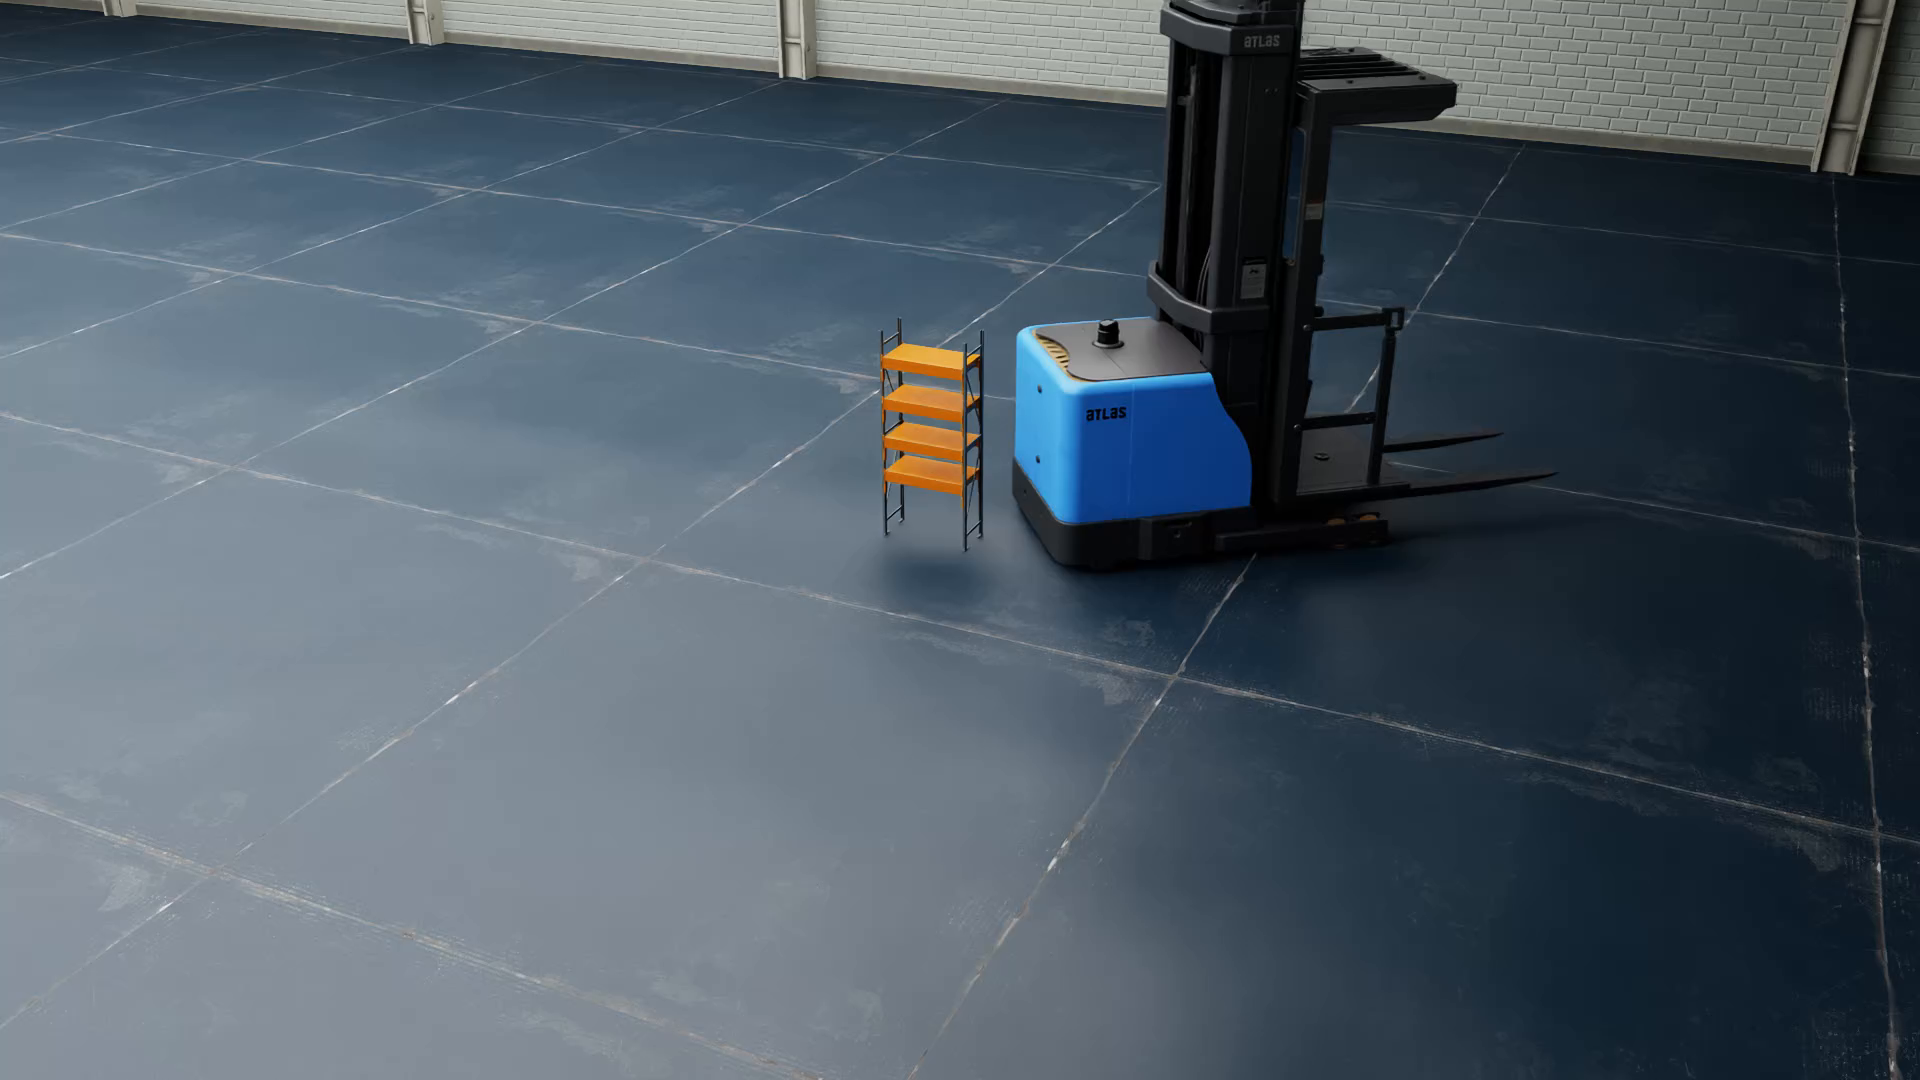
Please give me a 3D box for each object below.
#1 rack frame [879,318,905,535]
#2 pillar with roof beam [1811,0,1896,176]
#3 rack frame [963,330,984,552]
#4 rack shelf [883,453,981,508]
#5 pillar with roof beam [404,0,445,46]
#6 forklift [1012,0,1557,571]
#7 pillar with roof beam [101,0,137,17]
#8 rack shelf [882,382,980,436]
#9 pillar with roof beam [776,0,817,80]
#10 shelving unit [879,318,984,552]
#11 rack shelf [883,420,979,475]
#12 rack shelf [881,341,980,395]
[{"bbox_3d":[-0.373,-0.613,9.137,0.015,1.200,0.240,11,28,22],"label":"rack frame"},{"bbox_3d":[7.069,-6.058,11.366,0.400,9.000,9.100,11,28,22],"label":"pillar with roof beam"},{"bbox_3d":[0.071,-0.524,8.956,0.015,1.200,0.240,11,28,22],"label":"rack frame"},{"bbox_3d":[-0.151,-0.330,9.164,0.480,0.148,0.258,11,28,22],"label":"rack shelf"},{"bbox_3d":[-9.316,-9.349,18.051,0.400,9.000,9.100,11,28,22],"label":"pillar with roof beam"},{"bbox_3d":[1.875,-1.486,8.949,3.031,2.935,1.130,-6,27,-12],"label":"forklift"},{"bbox_3d":[-14.778,-10.446,20.279,0.400,9.000,9.100,11,28,22],"label":"pillar with roof beam"},{"bbox_3d":[-0.151,-0.709,8.977,0.480,0.148,0.258,11,28,22],"label":"rack shelf"},{"bbox_3d":[-3.855,-8.252,15.823,0.400,9.000,9.100,11,28,22],"label":"pillar with roof beam"},{"bbox_3d":[-0.151,-0.569,9.046,0.503,1.200,0.258,11,28,22],"label":"shelving unit"},{"bbox_3d":[-0.151,-0.508,9.076,0.480,0.148,0.258,11,28,22],"label":"rack shelf"},{"bbox_3d":[-0.151,-0.921,8.873,0.480,0.148,0.258,11,28,22],"label":"rack shelf"}]
